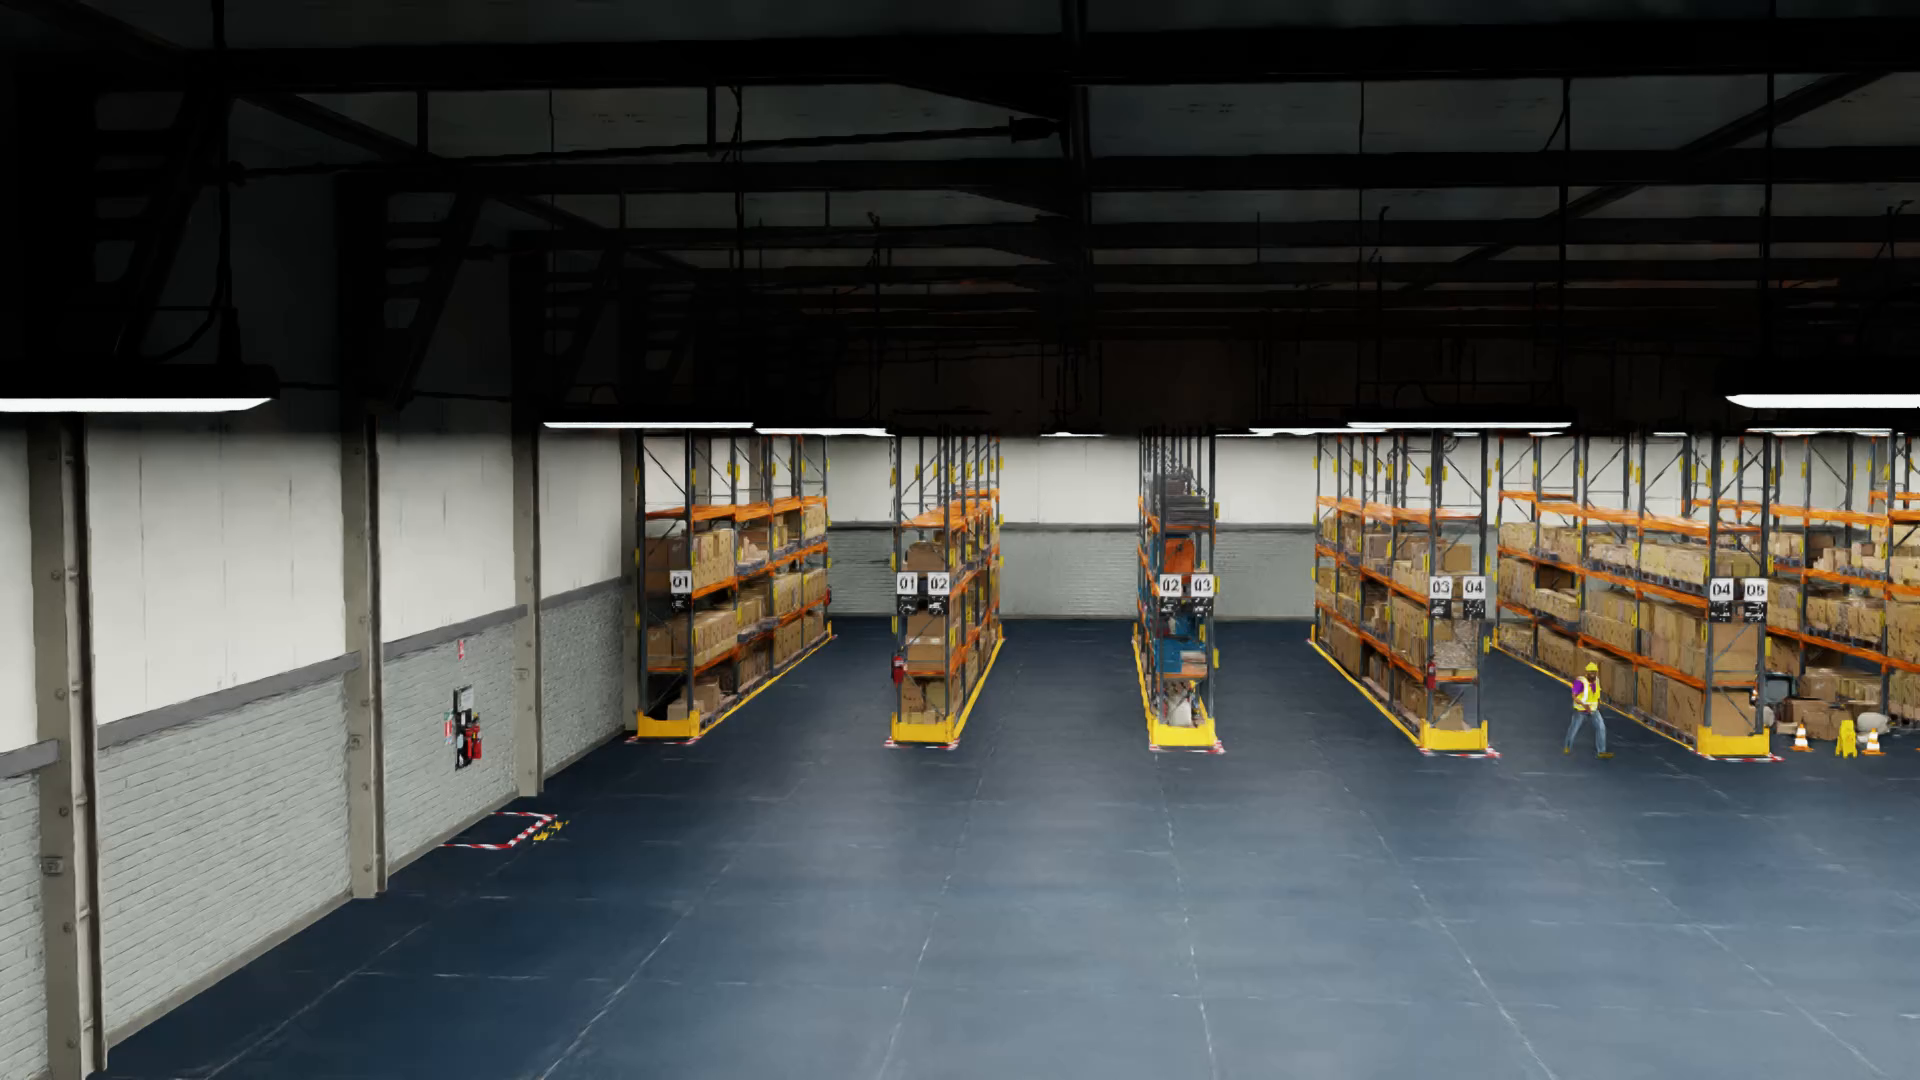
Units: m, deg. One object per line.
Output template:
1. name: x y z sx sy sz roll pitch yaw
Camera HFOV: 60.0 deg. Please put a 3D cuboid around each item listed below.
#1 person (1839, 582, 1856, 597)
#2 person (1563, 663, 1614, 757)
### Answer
1. person: 25.276 1.940 47.398 0.369 1.781 0.620 -2 4 -30
2. person: 11.290 3.042 29.980 0.710 1.703 0.836 -1 4 -12
